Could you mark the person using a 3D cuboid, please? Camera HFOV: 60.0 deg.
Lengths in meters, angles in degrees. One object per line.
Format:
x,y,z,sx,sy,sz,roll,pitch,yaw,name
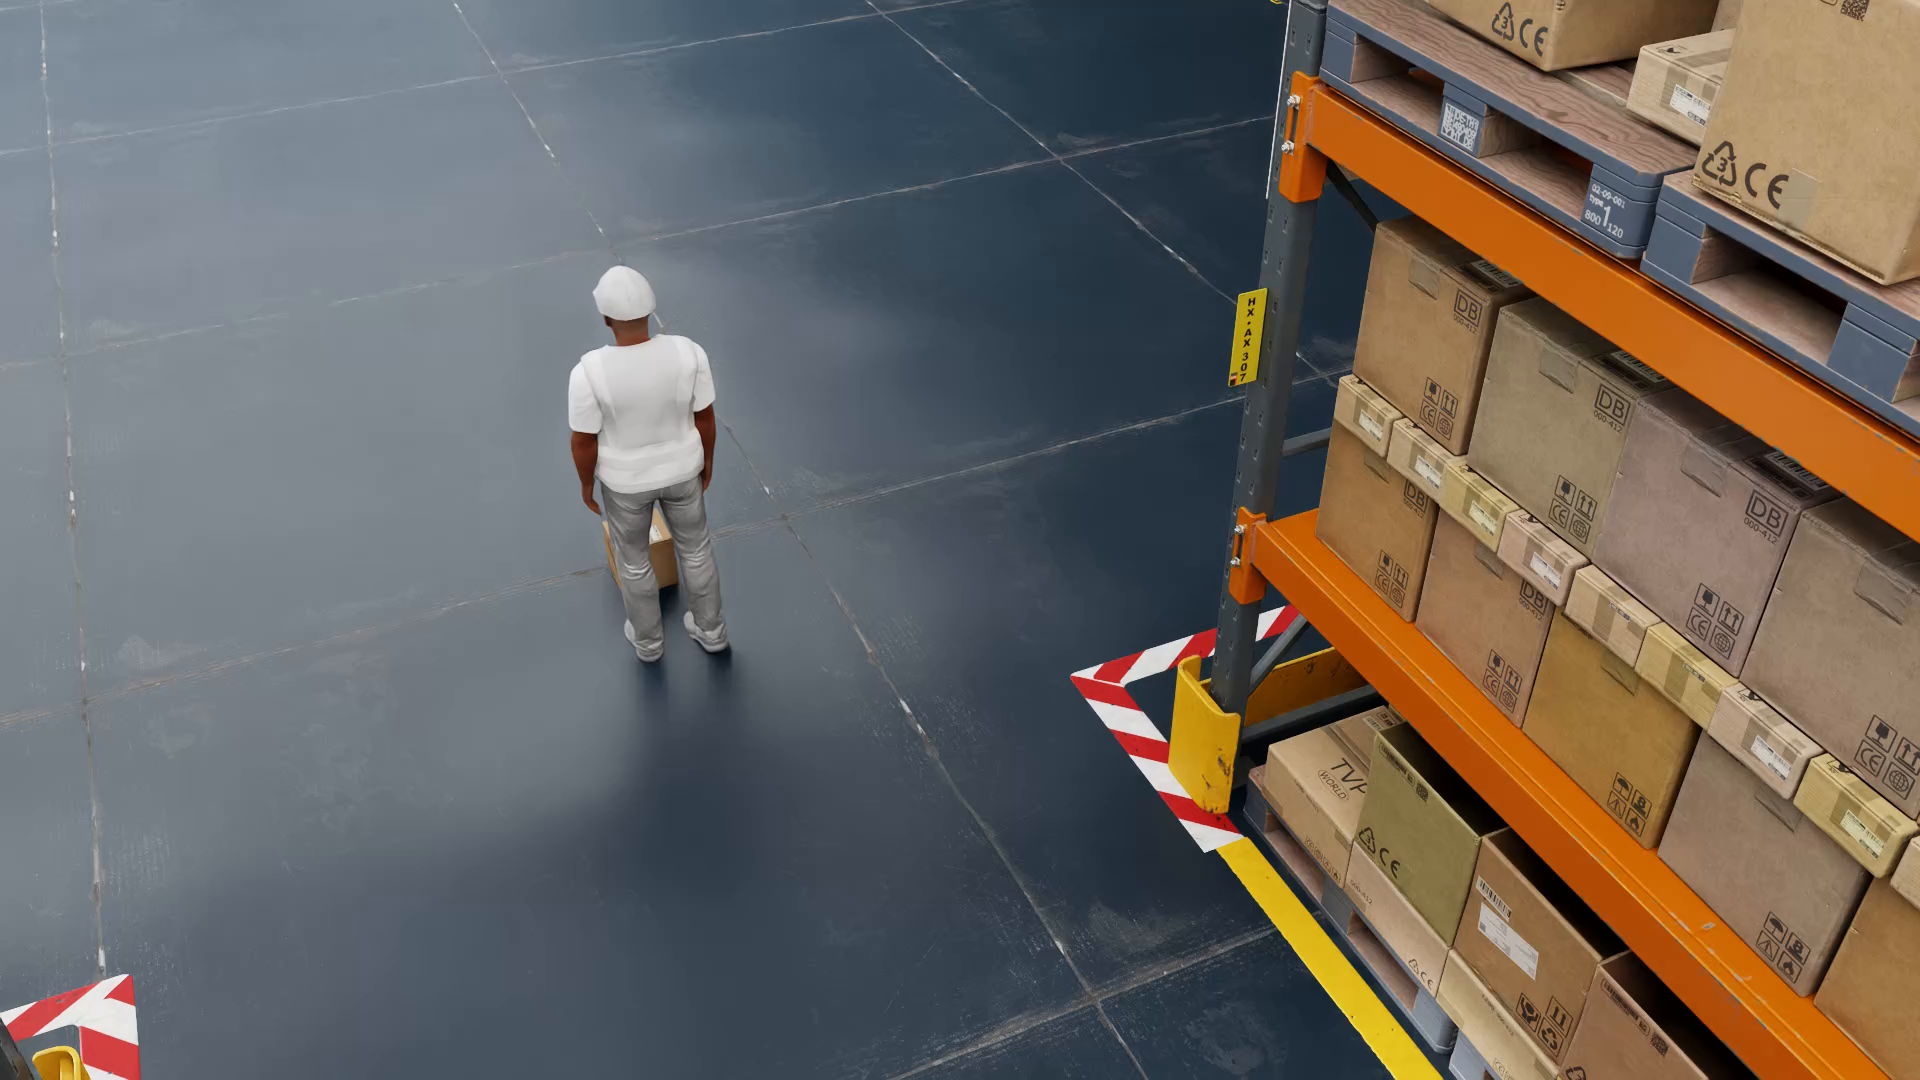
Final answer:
-1.222,-0.273,6.511,0.563,1.781,0.383,-15,39,-18,person
